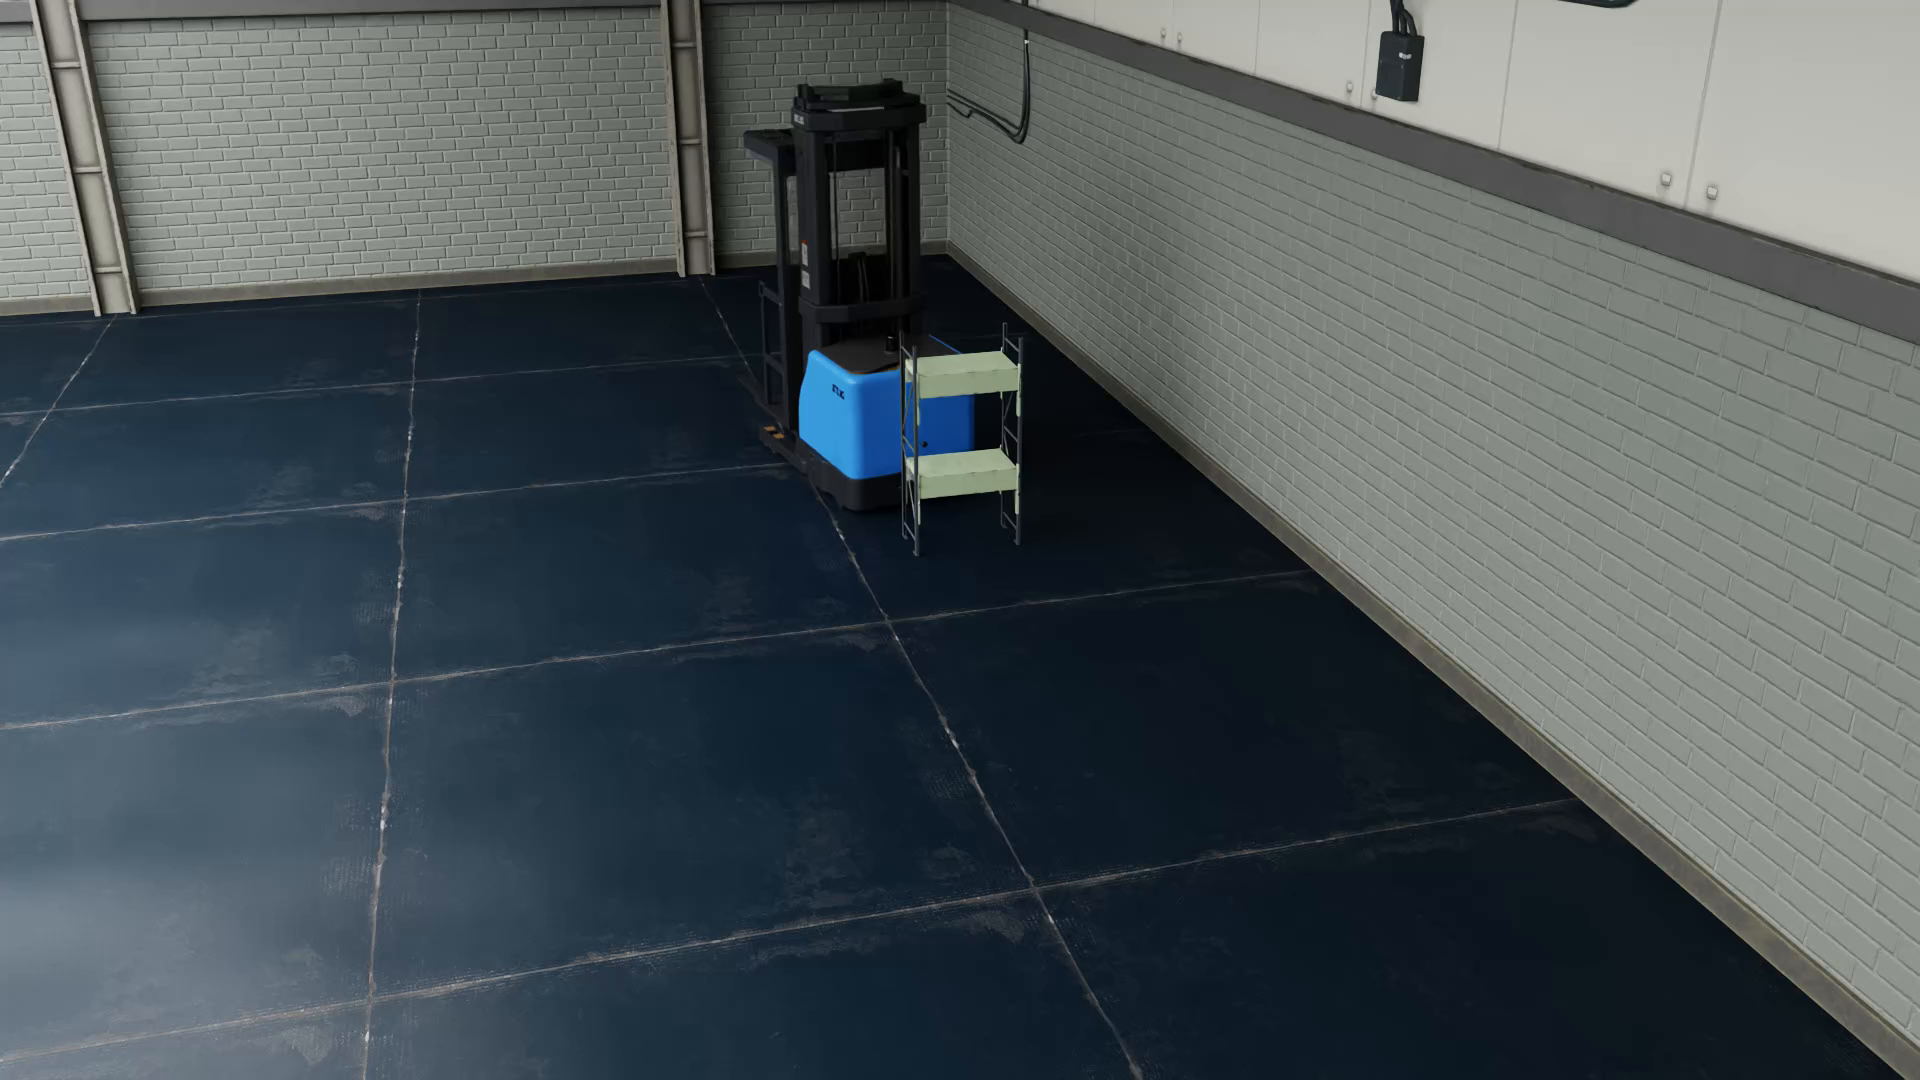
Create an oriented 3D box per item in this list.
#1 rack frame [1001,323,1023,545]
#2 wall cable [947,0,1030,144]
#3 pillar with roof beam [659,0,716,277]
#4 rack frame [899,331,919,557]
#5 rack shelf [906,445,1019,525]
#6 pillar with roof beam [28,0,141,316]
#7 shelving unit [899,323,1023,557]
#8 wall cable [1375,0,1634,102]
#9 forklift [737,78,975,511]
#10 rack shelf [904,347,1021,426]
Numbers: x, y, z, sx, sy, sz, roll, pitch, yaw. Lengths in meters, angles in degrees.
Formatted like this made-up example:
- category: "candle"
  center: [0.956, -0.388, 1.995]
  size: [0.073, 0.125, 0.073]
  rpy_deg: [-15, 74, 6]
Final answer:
- category: "rack frame"
  center: [0.359, -0.729, 11.547]
  size: [0.023, 1.500, 0.400]
  rpy_deg: [-6, 24, -14]
- category: "wall cable"
  center: [0.217, -5.541, 17.189]
  size: [0.112, 2.526, 3.097]
  rpy_deg: [-6, 24, -14]
- category: "pillar with roof beam"
  center: [-1.814, -5.522, 13.207]
  size: [0.400, 9.000, 9.100]
  rpy_deg: [-6, 24, -14]
- category: "rack frame"
  center: [-0.346, -0.651, 11.365]
  size: [0.023, 1.500, 0.400]
  rpy_deg: [-6, 24, -14]
- category: "rack shelf"
  center: [0.006, -0.390, 11.584]
  size: [0.720, 0.370, 0.431]
  rpy_deg: [-6, 24, -14]
- category: "pillar with roof beam"
  center: [-7.591, -4.883, 11.717]
  size: [0.400, 9.000, 9.100]
  rpy_deg: [-6, 24, -14]
- category: "shelving unit"
  center: [0.006, -0.690, 11.456]
  size: [0.755, 1.500, 0.431]
  rpy_deg: [-6, 24, -14]
- category: "wall cable"
  center: [2.766, -4.925, 7.503]
  size: [0.169, 6.003, 2.305]
  rpy_deg: [-6, 24, -14]
- category: "forklift"
  center: [-0.978, -2.104, 12.937]
  size: [1.130, 2.935, 3.031]
  rpy_deg: [-11, 26, -24]
- category: "rack shelf"
  center: [0.006, -1.049, 11.302]
  size: [0.720, 0.370, 0.431]
  rpy_deg: [-6, 24, -14]
